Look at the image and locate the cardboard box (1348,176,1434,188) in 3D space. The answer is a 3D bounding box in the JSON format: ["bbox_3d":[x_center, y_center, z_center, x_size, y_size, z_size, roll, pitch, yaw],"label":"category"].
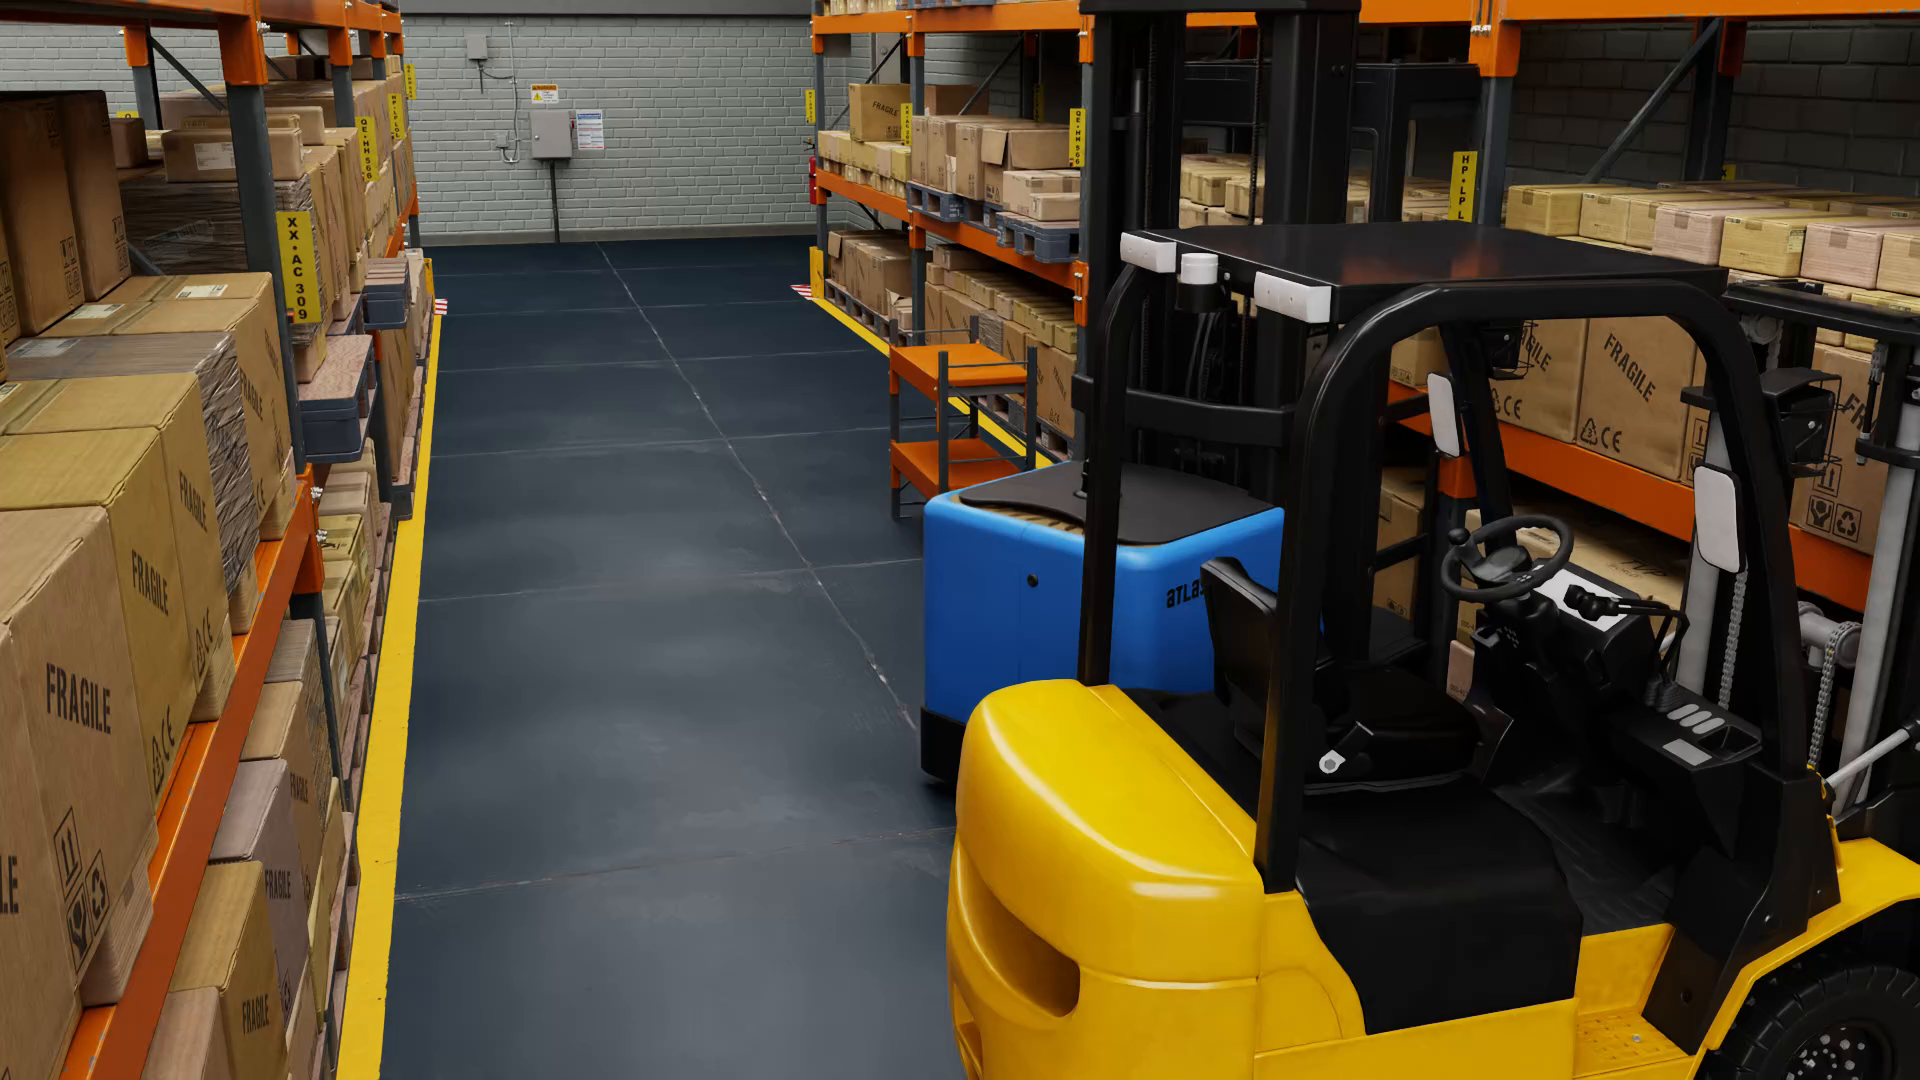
[{"bbox_3d":[2.033,-1.635,7.881,0.380,0.149,0.250,-5,17,-15],"label":"cardboard box"}]

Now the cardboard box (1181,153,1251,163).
[{"bbox_3d":[1.482,-2.128,9.521,0.380,0.149,0.250,-4,17,-13],"label":"cardboard box"}]

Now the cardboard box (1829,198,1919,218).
[{"bbox_3d":[2.919,-0.965,5.131,0.380,0.149,0.250,-5,17,-16],"label":"cardboard box"}]

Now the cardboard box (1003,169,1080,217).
[{"bbox_3d":[0.597,-2.239,10.723,0.500,0.250,0.500,-6,18,-18],"label":"cardboard box"}]

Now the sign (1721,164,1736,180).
[{"bbox_3d":[2.830,-1.234,6.203,0.100,0.325,0.005,-5,17,-15],"label":"sign"}]

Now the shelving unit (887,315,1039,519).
[{"bbox_3d":[-0.002,-0.541,8.796,0.538,1.125,1.048,-5,17,-15],"label":"shelving unit"}]

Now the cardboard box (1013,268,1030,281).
[{"bbox_3d":[0.629,-2.047,13.039,0.380,0.149,0.250,-5,17,-15],"label":"cardboard box"}]

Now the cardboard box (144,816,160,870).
[{"bbox_3d":[-1.476,0.482,2.572,0.380,0.149,0.250,-4,17,-14],"label":"cardboard box"}]

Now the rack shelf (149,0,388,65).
[{"bbox_3d":[-4.123,-3.095,10.079,1.077,0.370,4.000,-5,17,-15],"label":"rack shelf"}]

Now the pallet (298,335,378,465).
[{"bbox_3d":[-2.545,-0.475,5.652,1.003,0.211,1.213,-5,17,-15],"label":"pallet"}]

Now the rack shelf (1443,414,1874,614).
[{"bbox_3d":[2.847,0.161,4.454,1.077,0.370,4.000,-5,17,-15],"label":"rack shelf"}]

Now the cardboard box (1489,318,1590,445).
[{"bbox_3d":[2.168,-0.642,5.700,0.500,0.500,0.500,-5,17,-17],"label":"cardboard box"}]

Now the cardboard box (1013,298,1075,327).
[{"bbox_3d":[0.586,-1.570,11.451,0.380,0.149,0.250,-5,17,-16],"label":"cardboard box"}]

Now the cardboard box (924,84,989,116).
[{"bbox_3d":[-0.055,-3.813,14.871,0.500,0.500,0.500,-5,17,-17],"label":"cardboard box"}]

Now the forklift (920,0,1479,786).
[{"bbox_3d":[1.248,-0.727,6.278,1.130,2.935,3.031,16,23,42],"label":"forklift"}]

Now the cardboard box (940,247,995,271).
[{"bbox_3d":[0.059,-2.219,13.095,0.380,0.149,0.250,-6,18,-18],"label":"cardboard box"}]

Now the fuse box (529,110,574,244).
[{"bbox_3d":[-5.284,-4.729,21.722,0.539,1.711,0.414,-5,17,-15],"label":"fuse box"}]

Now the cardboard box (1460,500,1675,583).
[{"bbox_3d":[2.128,0.058,5.855,0.500,0.250,0.500,-5,17,-16],"label":"cardboard box"}]

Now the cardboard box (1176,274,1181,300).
[{"bbox_3d":[1.367,-1.348,8.487,0.500,0.250,0.500,-5,18,-17],"label":"cardboard box"}]

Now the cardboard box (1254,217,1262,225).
[{"bbox_3d":[1.633,-1.304,7.471,0.500,0.250,0.500,-4,17,-14],"label":"cardboard box"}]

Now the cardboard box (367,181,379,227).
[{"bbox_3d":[-3.617,-1.920,9.523,0.500,0.250,0.500,-4,17,-14],"label":"cardboard box"}]

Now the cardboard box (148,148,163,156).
[{"bbox_3d":[-3.240,-1.270,6.545,0.500,0.500,0.500,-5,18,-17],"label":"cardboard box"}]

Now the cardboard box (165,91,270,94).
[{"bbox_3d":[-4.116,-2.240,9.285,0.500,0.500,0.500,-4,17,-14],"label":"cardboard box"}]

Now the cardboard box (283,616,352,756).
[{"bbox_3d":[-2.621,0.569,5.682,0.950,0.372,0.625,-4,17,-15],"label":"cardboard box"}]

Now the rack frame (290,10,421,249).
[{"bbox_3d":[-5.772,-3.663,15.932,1.000,3.000,0.127,-5,17,-15],"label":"rack frame"}]

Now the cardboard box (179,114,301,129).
[{"bbox_3d":[-2.661,-1.496,6.171,0.380,0.149,0.250,-4,17,-12],"label":"cardboard box"}]

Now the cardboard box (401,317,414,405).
[{"bbox_3d":[-4.170,-1.326,11.114,0.875,0.875,0.875,-4,17,-14],"label":"cardboard box"}]

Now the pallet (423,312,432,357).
[{"bbox_3d":[-5.146,-1.776,14.496,1.003,0.211,1.213,-5,17,-15],"label":"pallet"}]

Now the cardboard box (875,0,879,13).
[{"bbox_3d":[-0.522,-4.630,14.374,0.380,0.149,0.250,-4,17,-13],"label":"cardboard box"}]

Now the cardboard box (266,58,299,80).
[{"bbox_3d":[-5.064,-3.454,12.197,0.380,0.149,0.250,-5,17,-16],"label":"cardboard box"}]

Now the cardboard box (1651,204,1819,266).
[{"bbox_3d":[2.309,-0.912,4.956,0.380,0.149,0.250,-4,17,-14],"label":"cardboard box"}]

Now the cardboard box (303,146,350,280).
[{"bbox_3d":[-2.740,-1.305,6.662,0.500,0.500,0.500,-5,18,-18],"label":"cardboard box"}]

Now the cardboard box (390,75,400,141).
[{"bbox_3d":[-4.834,-3.517,13.534,0.500,0.500,0.500,-4,17,-14],"label":"cardboard box"}]

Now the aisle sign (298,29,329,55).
[{"bbox_3d":[-6.071,-4.905,15.548,0.394,0.787,0.004,-5,17,-15],"label":"aisle sign"}]

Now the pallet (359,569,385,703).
[{"bbox_3d":[-3.029,0.439,7.125,1.003,0.211,1.213,-5,17,-15],"label":"pallet"}]

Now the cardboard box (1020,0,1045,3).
[{"bbox_3d":[0.684,-3.470,10.337,0.500,0.250,0.500,-5,17,-15],"label":"cardboard box"}]

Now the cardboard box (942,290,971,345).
[{"bbox_3d":[0.171,-1.656,12.866,0.500,0.500,0.500,-5,17,-16],"label":"cardboard box"}]

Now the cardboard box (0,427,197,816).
[{"bbox_3d":[-1.525,0.136,2.596,0.500,0.500,0.500,-5,17,-16],"label":"cardboard box"}]

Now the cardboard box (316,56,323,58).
[{"bbox_3d":[-5.599,-4.020,14.082,0.380,0.149,0.250,-5,17,-15],"label":"cardboard box"}]

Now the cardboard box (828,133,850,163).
[{"bbox_3d":[-0.996,-3.841,16.268,0.500,0.250,0.500,-5,17,-15],"label":"cardboard box"}]

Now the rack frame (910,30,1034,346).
[{"bbox_3d":[0.099,-2.950,13.559,1.000,3.000,0.127,-5,17,-15],"label":"rack frame"}]

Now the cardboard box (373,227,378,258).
[{"bbox_3d":[-3.624,-1.674,9.572,0.500,0.250,0.500,-5,17,-17],"label":"cardboard box"}]

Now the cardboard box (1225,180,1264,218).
[{"bbox_3d":[1.463,-1.591,7.733,0.380,0.149,0.250,-5,17,-17],"label":"cardboard box"}]

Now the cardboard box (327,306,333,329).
[{"bbox_3d":[-2.631,-0.887,6.399,0.380,0.149,0.250,-5,17,-15],"label":"cardboard box"}]

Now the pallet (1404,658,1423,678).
[{"bbox_3d":[2.057,0.398,7.261,1.003,0.211,1.213,-5,17,-15],"label":"pallet"}]

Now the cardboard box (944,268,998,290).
[{"bbox_3d":[0.092,-2.074,13.130,0.380,0.149,0.250,-5,17,-17],"label":"cardboard box"}]

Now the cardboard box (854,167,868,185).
[{"bbox_3d":[-0.776,-3.392,15.467,0.380,0.149,0.250,-4,17,-14],"label":"cardboard box"}]

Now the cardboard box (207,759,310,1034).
[{"bbox_3d":[-1.771,0.837,3.698,0.500,0.500,0.500,-4,17,-12],"label":"cardboard box"}]

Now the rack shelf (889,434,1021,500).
[{"bbox_3d":[-0.002,-0.306,8.867,0.538,0.278,1.000,-5,17,-15],"label":"rack shelf"}]

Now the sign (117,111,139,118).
[{"bbox_3d":[-4.106,-1.960,8.250,0.100,0.325,0.005,-5,17,-15],"label":"sign"}]

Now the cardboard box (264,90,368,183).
[{"bbox_3d":[-3.620,-2.269,9.380,0.500,0.500,0.500,-5,17,-15],"label":"cardboard box"}]
